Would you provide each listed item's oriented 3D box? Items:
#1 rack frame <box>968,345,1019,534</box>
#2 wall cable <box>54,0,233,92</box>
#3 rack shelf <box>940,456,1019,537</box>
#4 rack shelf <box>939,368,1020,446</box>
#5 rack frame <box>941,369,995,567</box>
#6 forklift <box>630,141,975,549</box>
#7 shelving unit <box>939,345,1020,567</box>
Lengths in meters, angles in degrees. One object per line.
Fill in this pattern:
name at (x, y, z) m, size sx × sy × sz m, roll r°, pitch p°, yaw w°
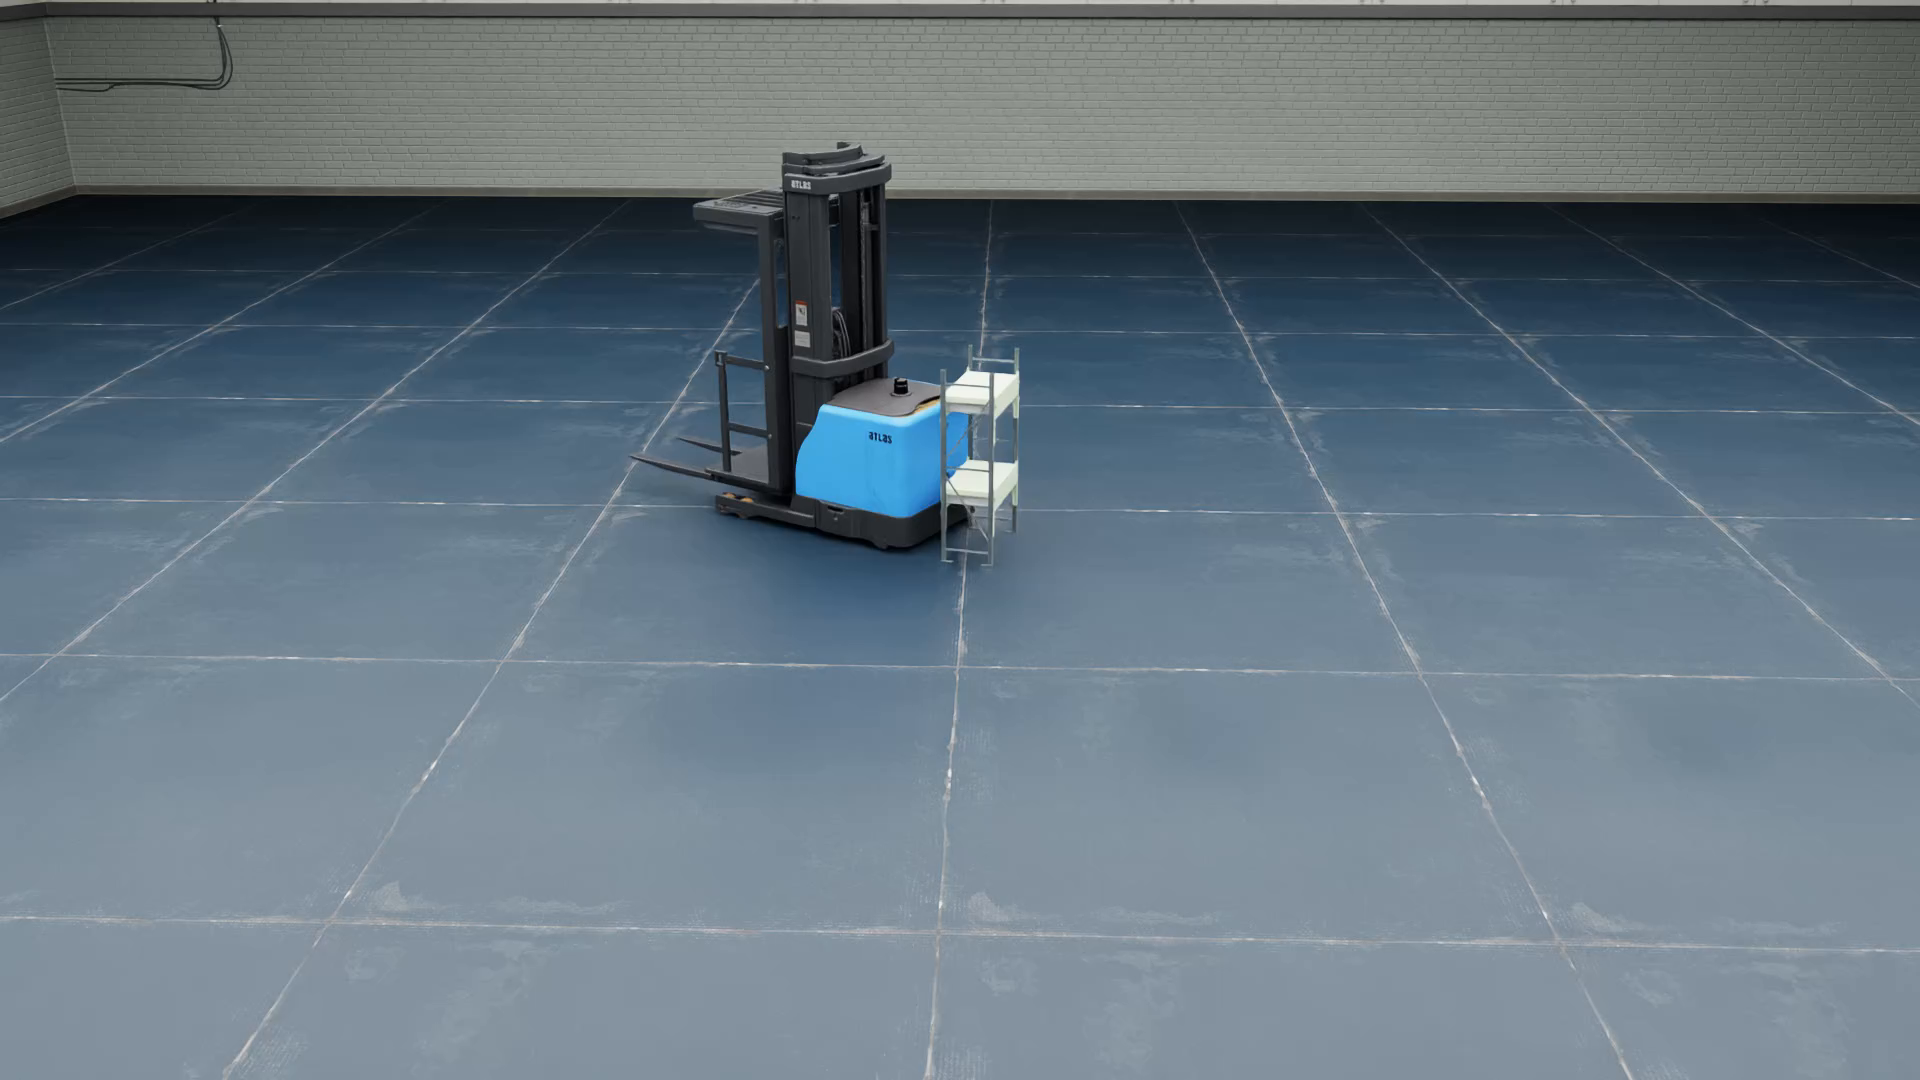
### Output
rack frame at (0.256, -0.772, 12.945) m, size 0.400 × 1.500 × 0.023 m, roll 6°, pitch 22°, yaw 15°
wall cable at (-13.454, -8.559, 26.940) m, size 3.097 × 2.526 × 0.112 m, roll 1°, pitch 21°, yaw 2°
rack shelf at (0.155, -0.341, 12.735) m, size 0.431 × 0.370 × 0.720 m, roll 6°, pitch 22°, yaw 15°
rack shelf at (0.155, -1.009, 12.476) m, size 0.431 × 0.370 × 0.720 m, roll 6°, pitch 22°, yaw 15°
rack frame at (0.054, -0.518, 12.289) m, size 0.400 × 1.500 × 0.023 m, roll 6°, pitch 22°, yaw 15°
forklift at (-1.392, -1.685, 13.320) m, size 3.031 × 2.935 × 1.130 m, roll 13°, pitch 25°, yaw 31°
shelving unit at (0.155, -0.645, 12.617) m, size 0.431 × 1.500 × 0.755 m, roll 6°, pitch 22°, yaw 15°
